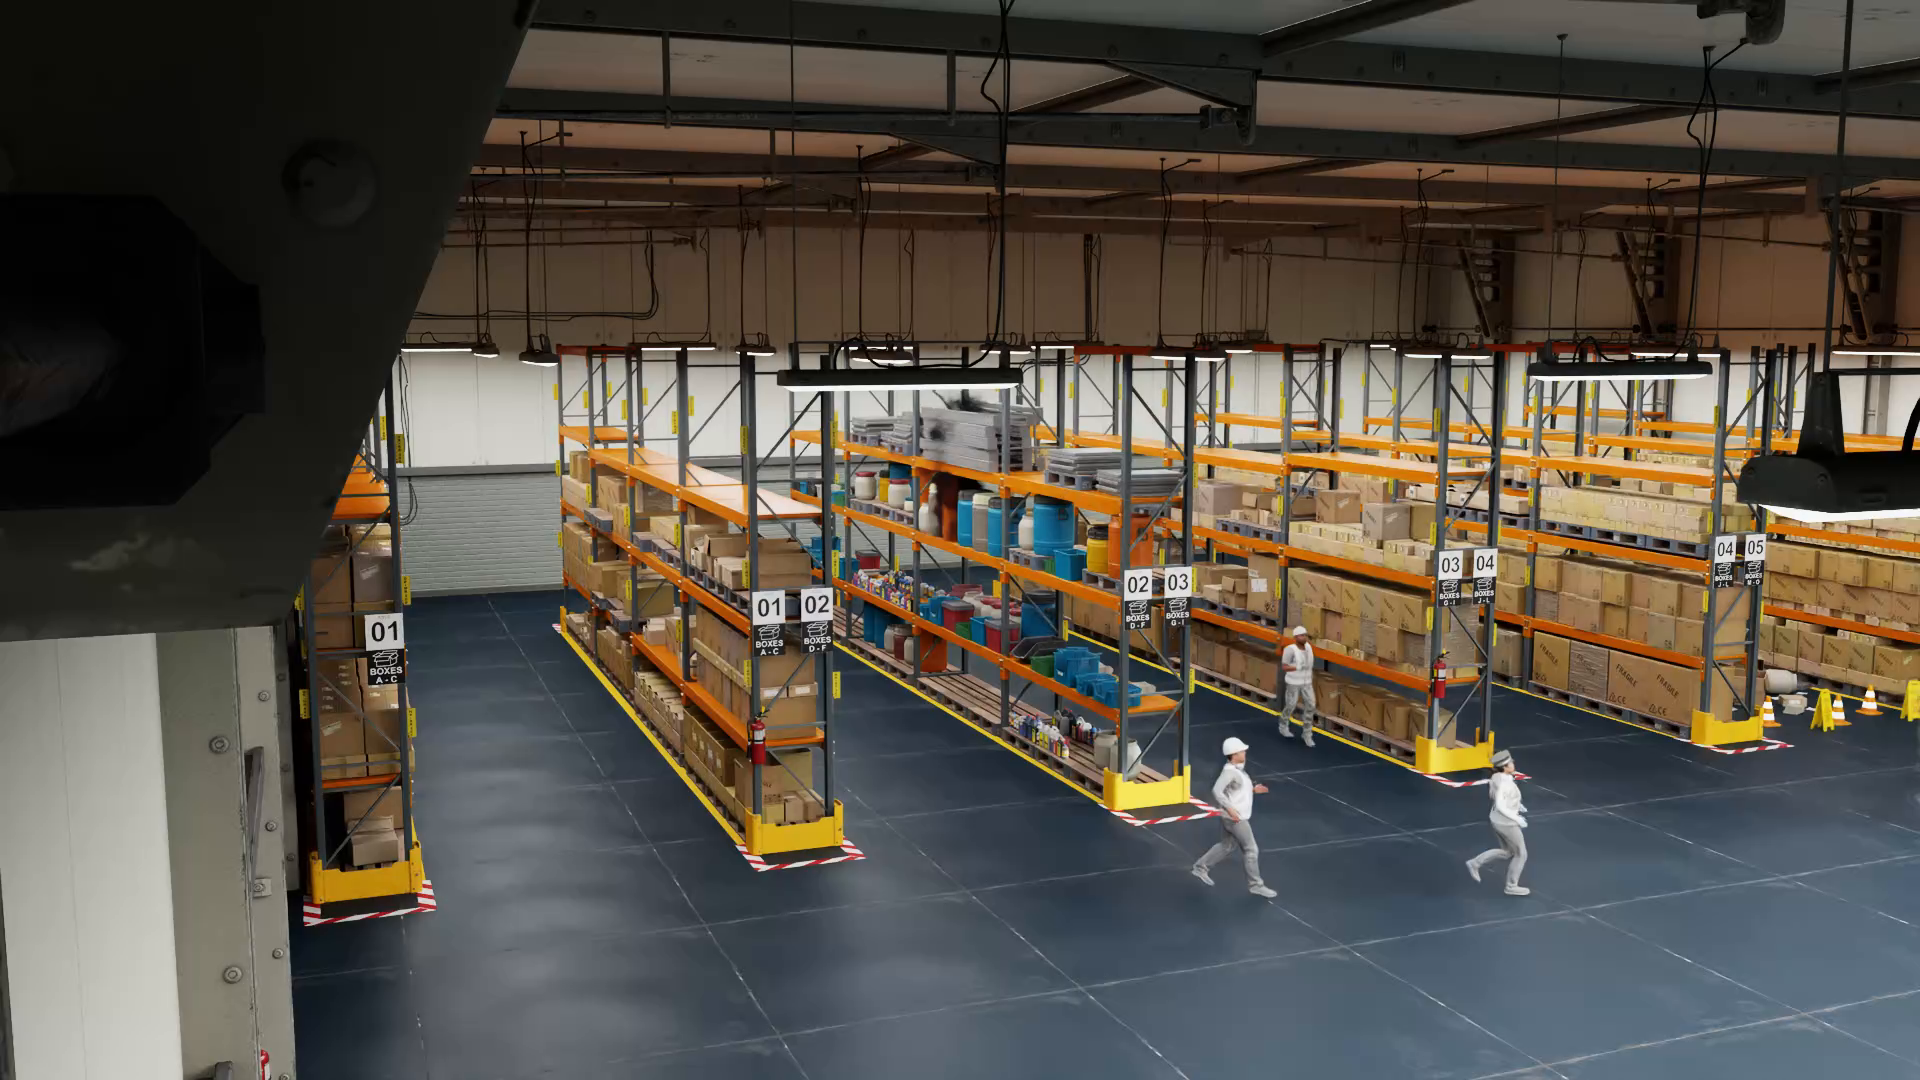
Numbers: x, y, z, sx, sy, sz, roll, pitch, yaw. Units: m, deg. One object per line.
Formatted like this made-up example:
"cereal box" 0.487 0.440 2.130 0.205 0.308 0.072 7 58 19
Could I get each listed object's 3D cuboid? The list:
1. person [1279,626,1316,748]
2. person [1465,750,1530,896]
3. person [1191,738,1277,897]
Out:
"person" 5.177 2.215 25.399 0.670 1.825 0.749 -3 8 -24
"person" 6.052 3.156 18.599 0.698 1.653 0.620 0 7 4
"person" 3.070 3.076 18.553 0.945 1.766 0.658 1 7 8
